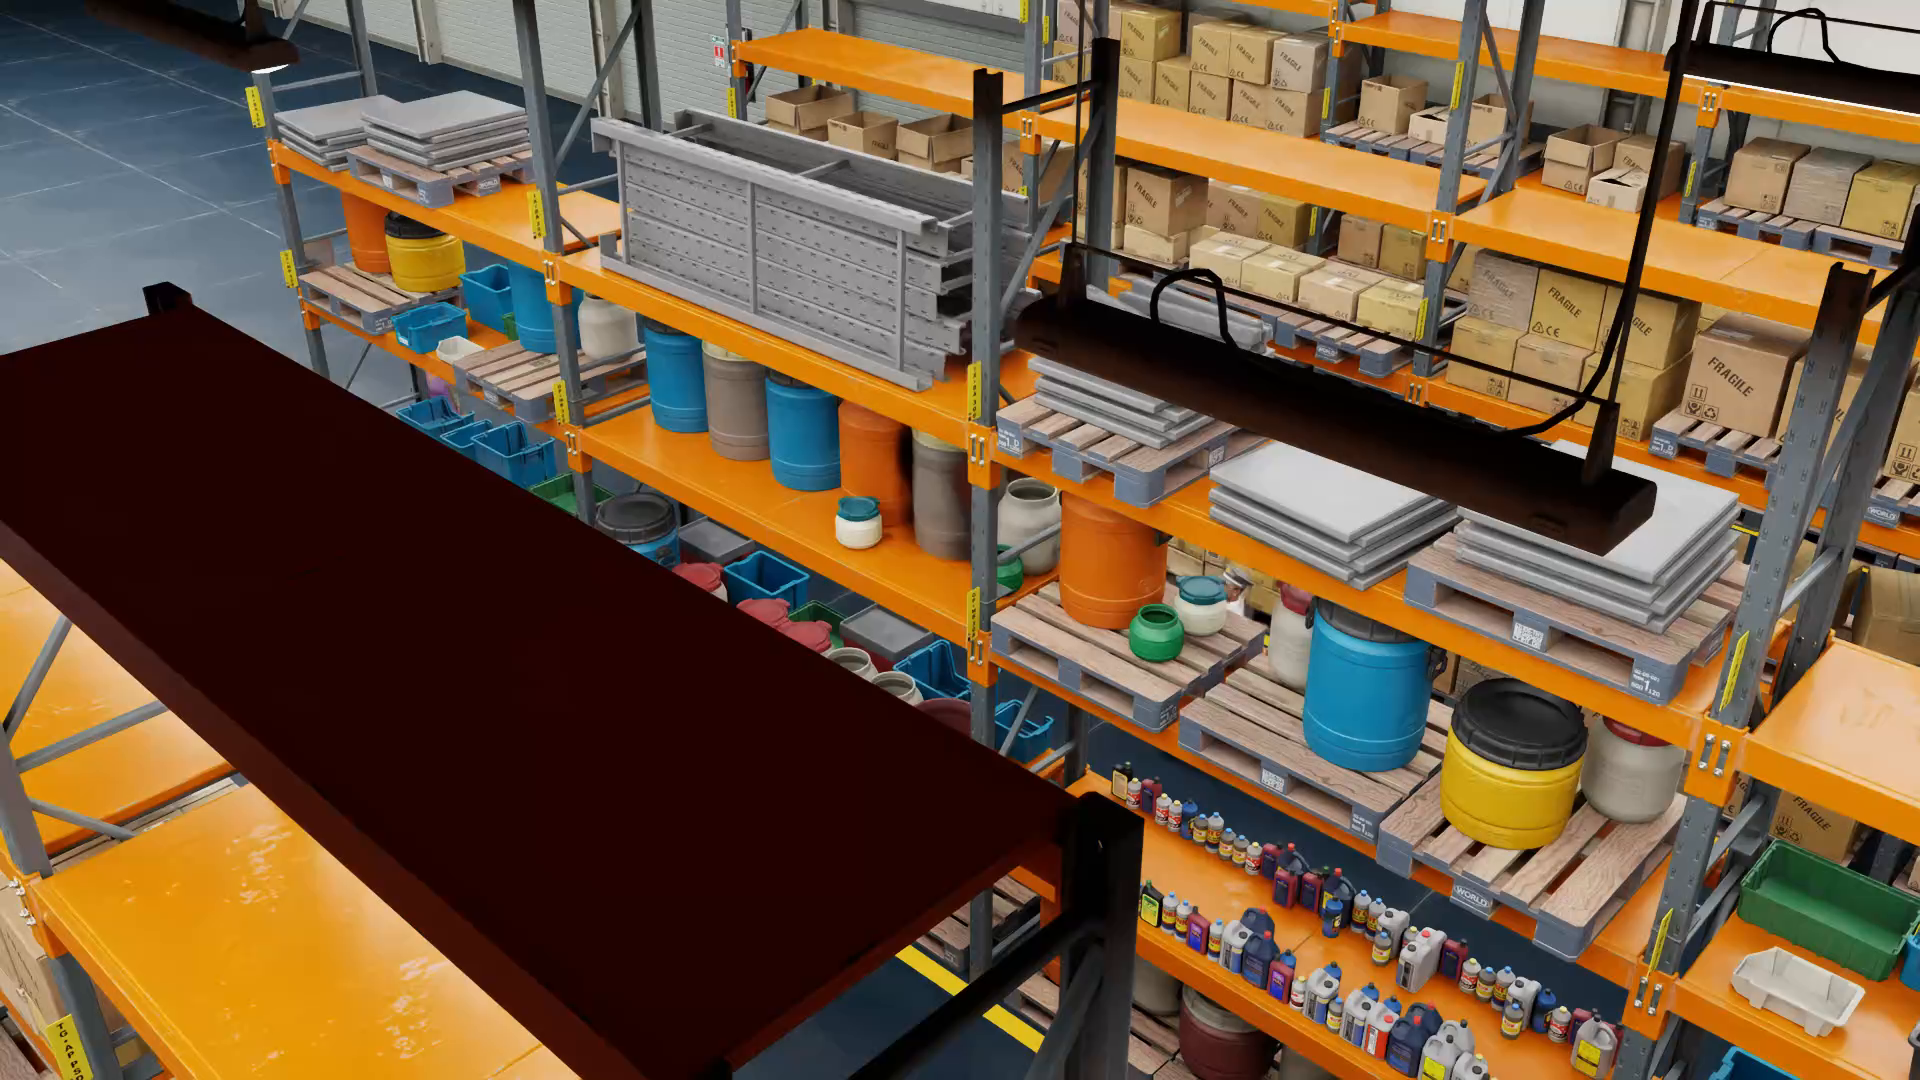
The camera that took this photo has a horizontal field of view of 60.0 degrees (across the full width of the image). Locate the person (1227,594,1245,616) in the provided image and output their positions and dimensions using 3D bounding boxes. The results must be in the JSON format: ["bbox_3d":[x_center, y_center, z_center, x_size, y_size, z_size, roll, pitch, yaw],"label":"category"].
[{"bbox_3d":[1.989,1.071,12.793,0.857,1.441,0.484,22,36,34],"label":"person"}]
